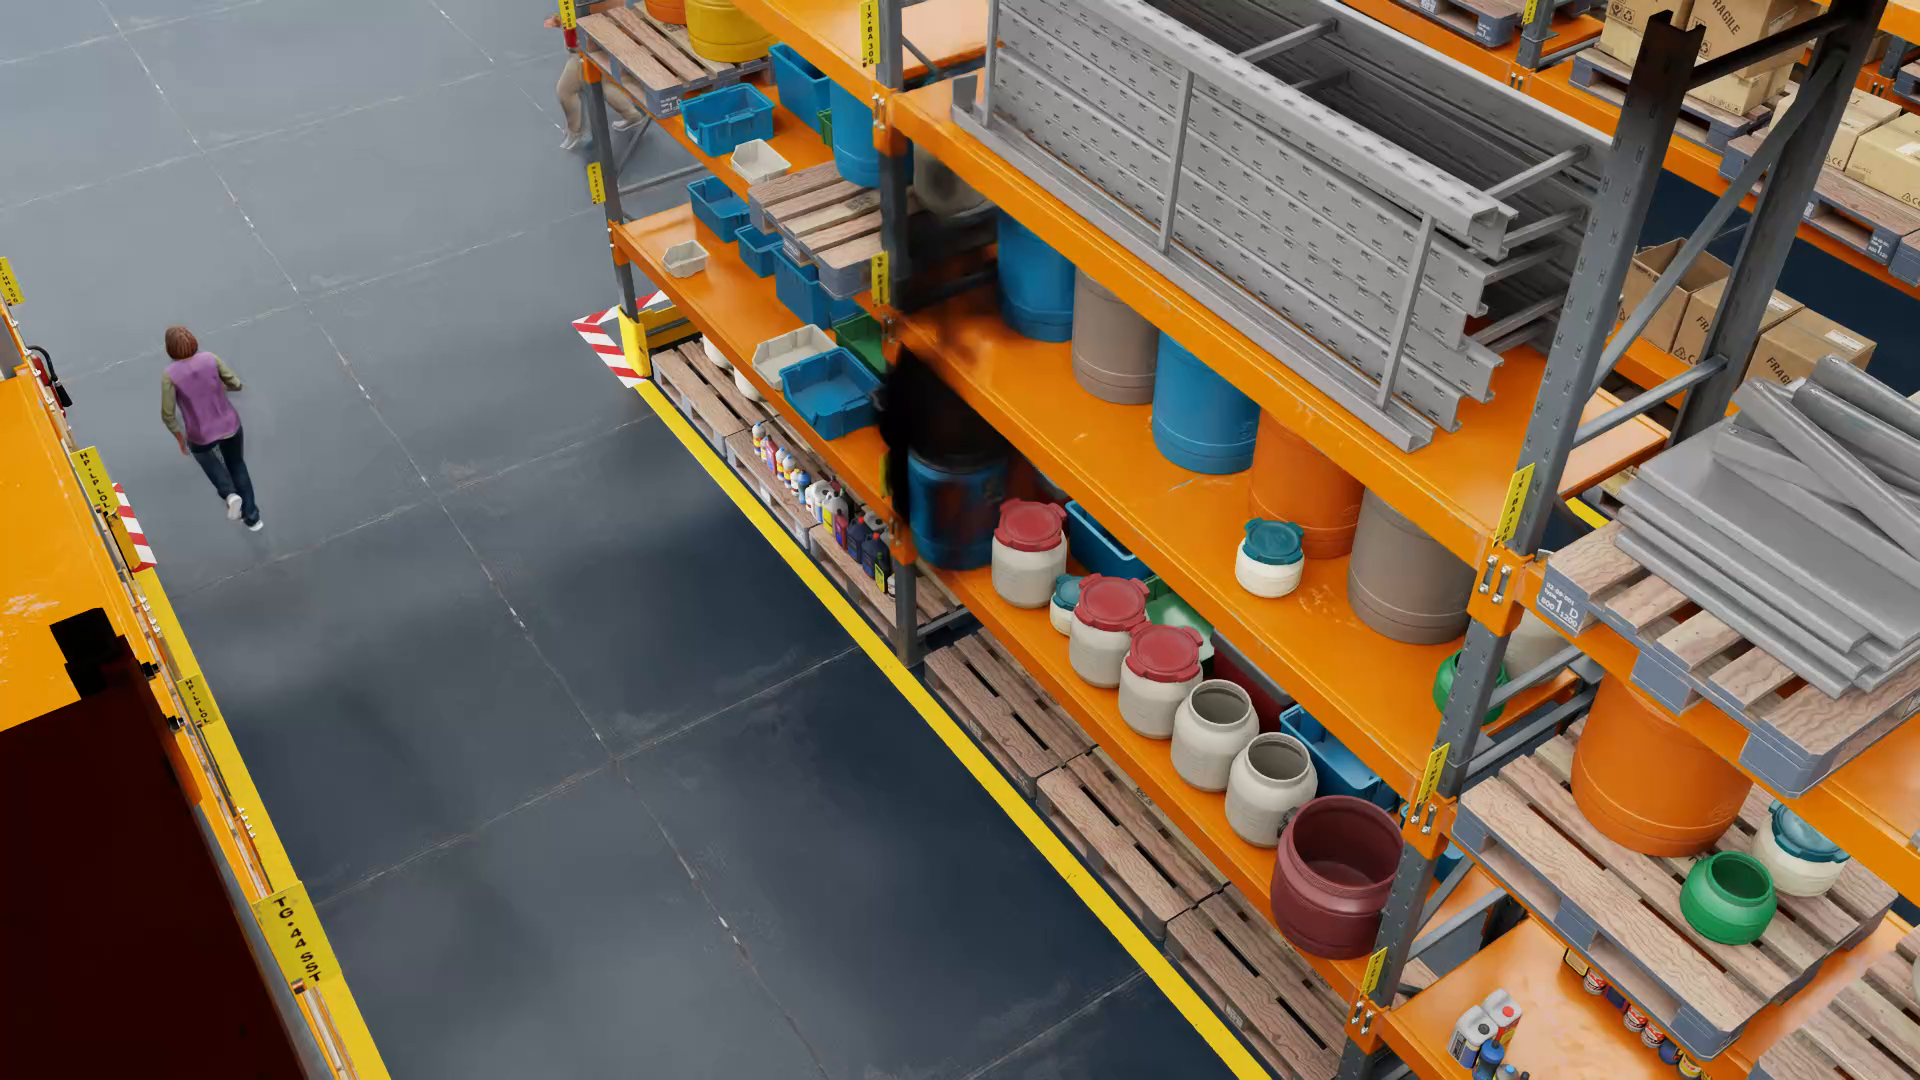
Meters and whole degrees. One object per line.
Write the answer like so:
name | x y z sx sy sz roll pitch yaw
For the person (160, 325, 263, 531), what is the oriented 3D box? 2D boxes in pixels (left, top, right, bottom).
person | -4.973 -0.759 11.022 0.550 1.558 0.566 -27 49 -27

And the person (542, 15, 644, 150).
person | -3.422 -4.442 15.360 0.822 1.769 0.670 -3 43 -3
